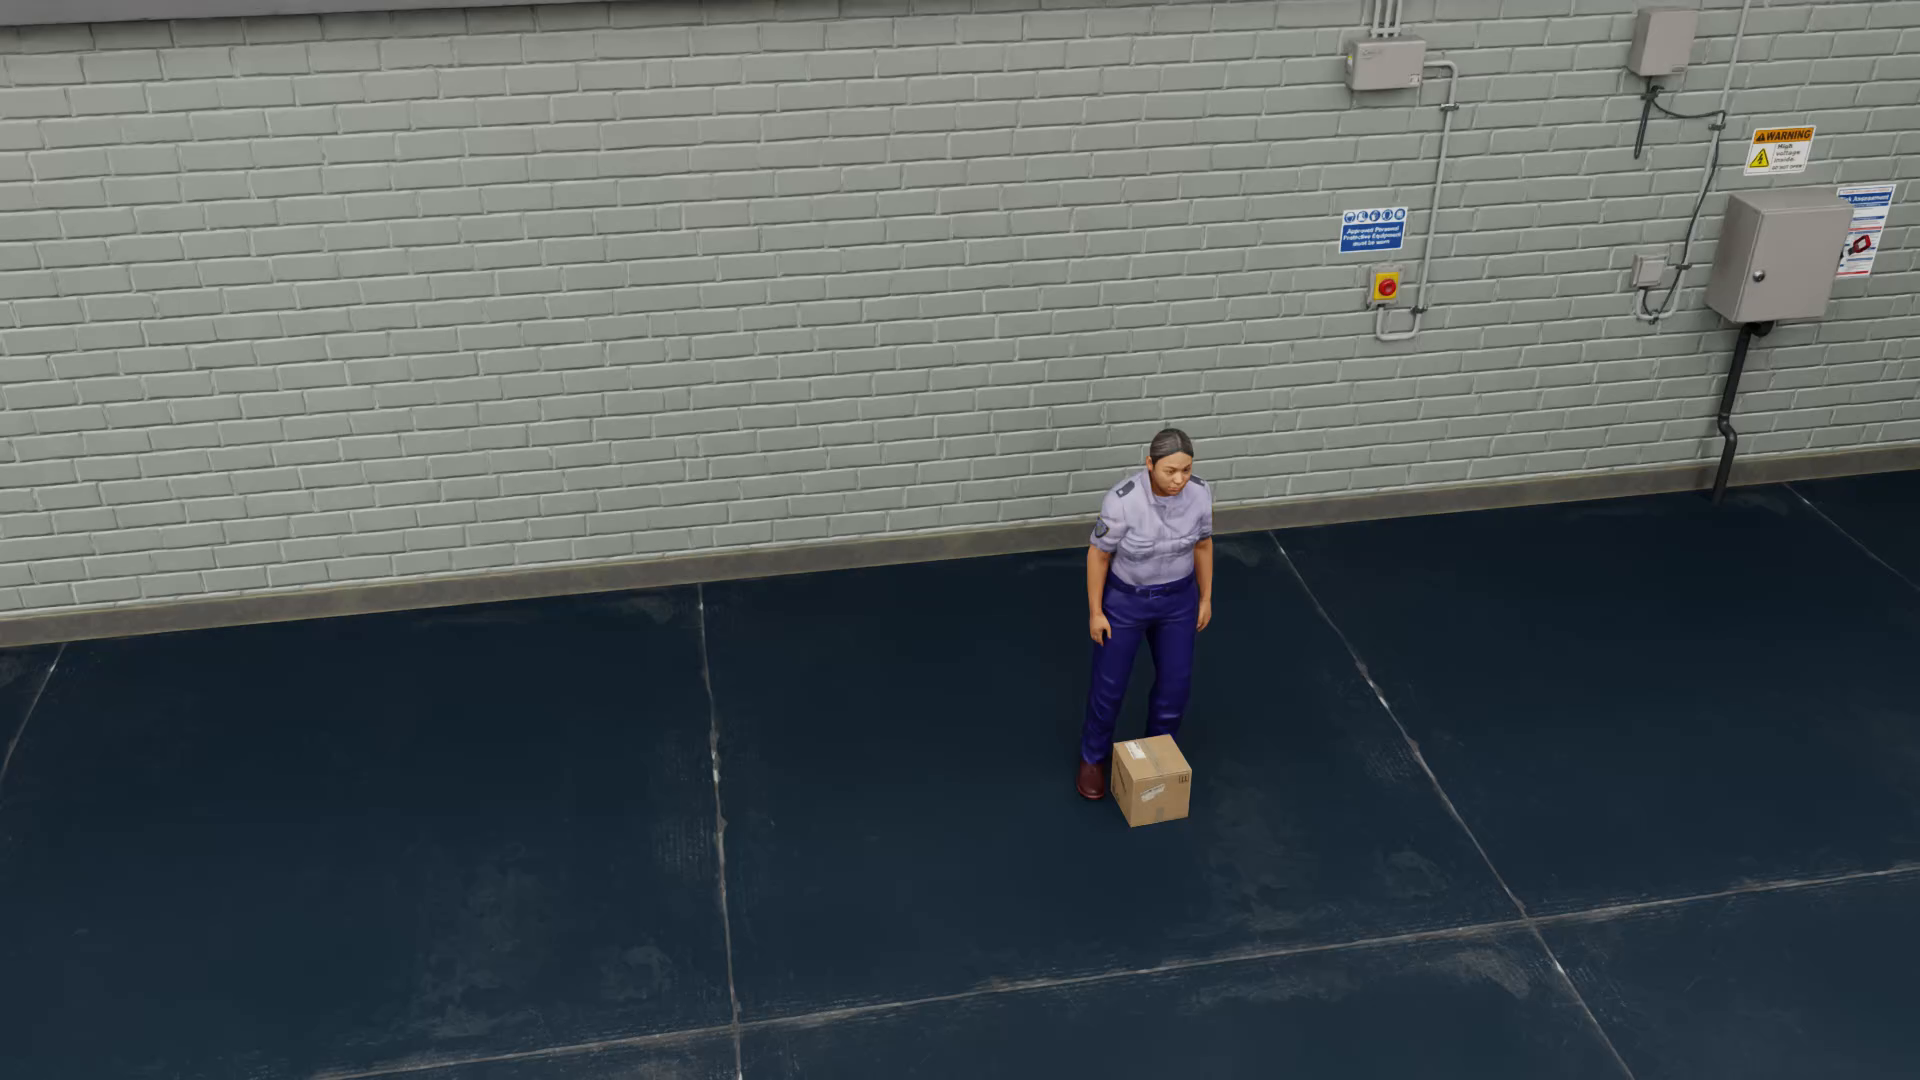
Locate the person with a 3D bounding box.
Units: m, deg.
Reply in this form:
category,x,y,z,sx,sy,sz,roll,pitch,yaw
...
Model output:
category,x,y,z,sx,sy,sz,roll,pitch,yaw
person,0.752,0.283,6.667,0.564,1.652,0.423,-7,32,-12
